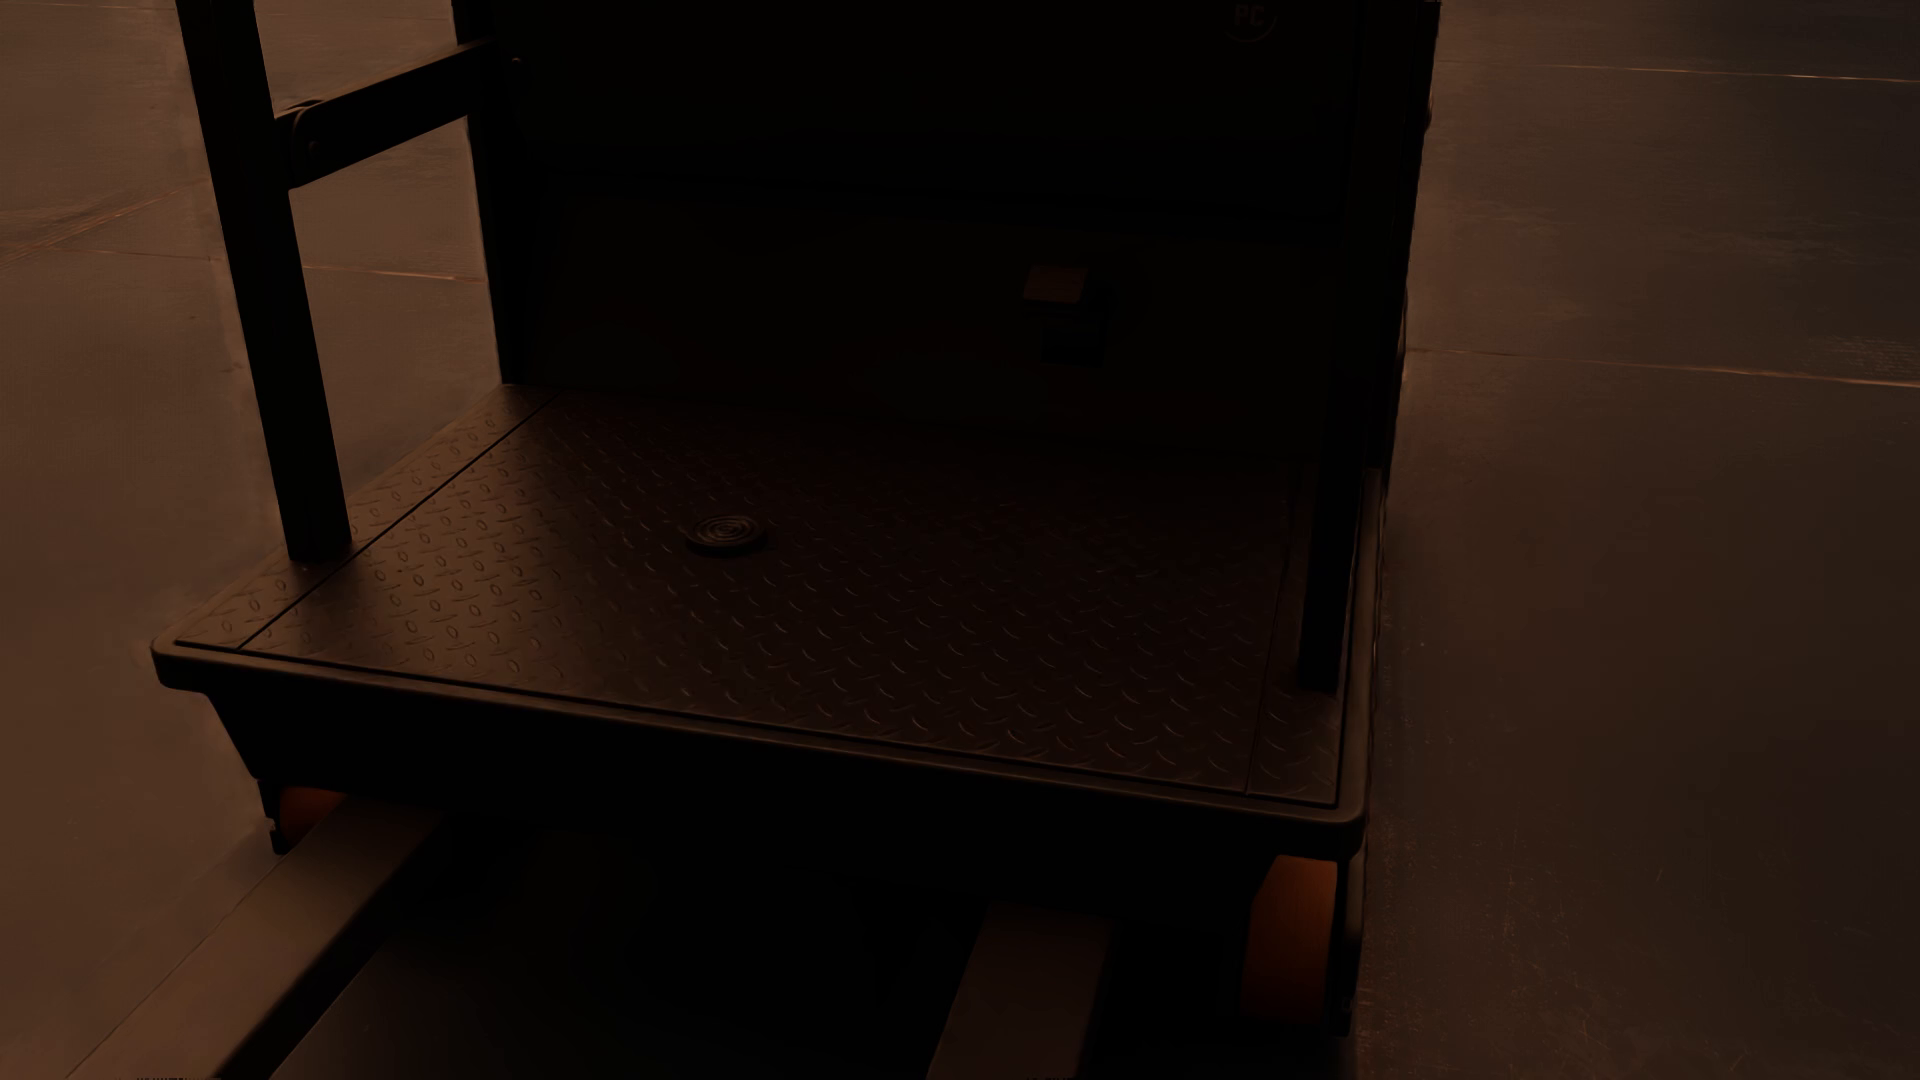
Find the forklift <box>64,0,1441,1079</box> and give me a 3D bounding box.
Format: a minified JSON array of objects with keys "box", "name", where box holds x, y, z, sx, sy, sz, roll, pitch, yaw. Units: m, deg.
[{"box":[-0.102,-1.037,1.302,1.130,2.935,3.031,6,27,13],"name":"forklift"}]
